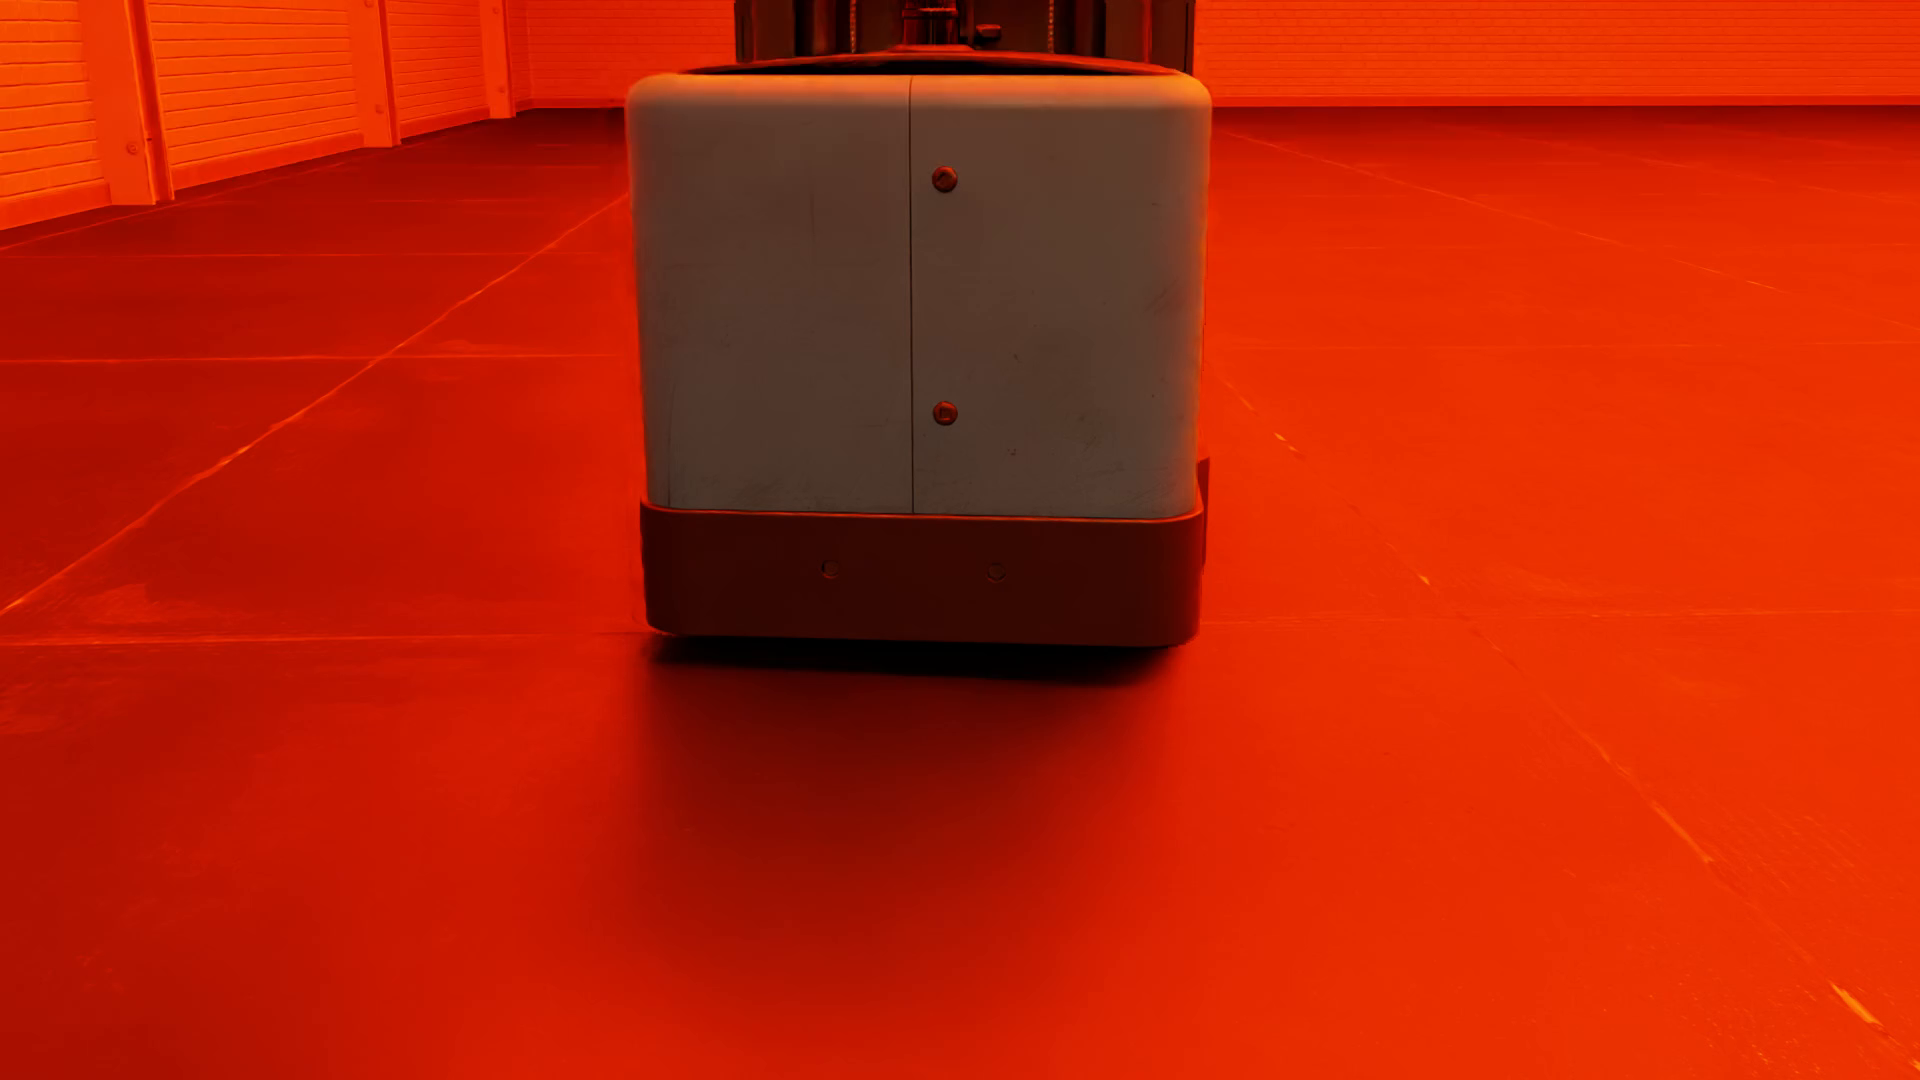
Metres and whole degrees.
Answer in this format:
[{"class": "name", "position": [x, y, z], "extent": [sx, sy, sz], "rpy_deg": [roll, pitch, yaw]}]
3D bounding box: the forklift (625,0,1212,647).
[{"class": "forklift", "position": [0.028, -1.587, 4.097], "extent": [1.130, 2.935, 3.031], "rpy_deg": [1, 17, 4]}]
